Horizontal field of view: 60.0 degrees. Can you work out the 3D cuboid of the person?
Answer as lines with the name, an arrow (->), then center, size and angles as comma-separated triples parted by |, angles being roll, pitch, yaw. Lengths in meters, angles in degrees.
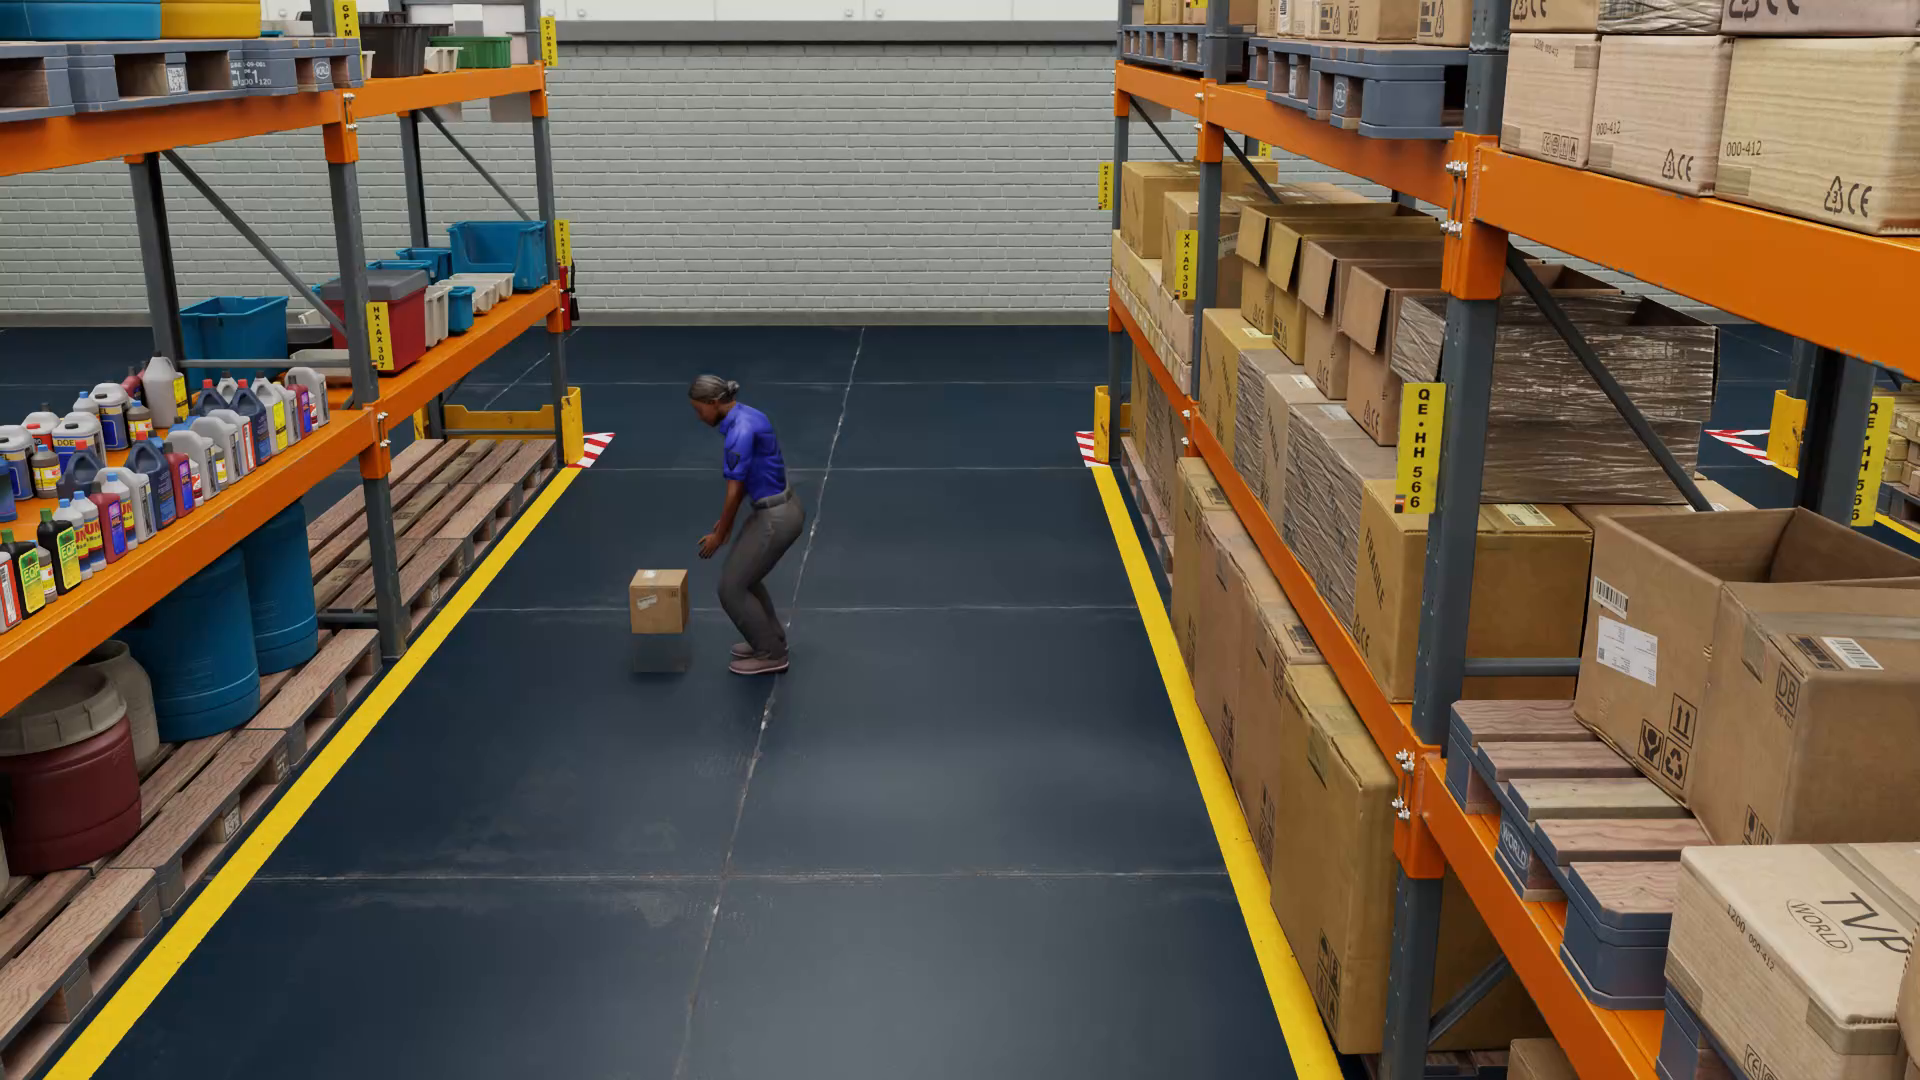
person -> -1.024, -0.077, 8.115 | 0.534, 1.487, 0.487 | 0, 17, 0
